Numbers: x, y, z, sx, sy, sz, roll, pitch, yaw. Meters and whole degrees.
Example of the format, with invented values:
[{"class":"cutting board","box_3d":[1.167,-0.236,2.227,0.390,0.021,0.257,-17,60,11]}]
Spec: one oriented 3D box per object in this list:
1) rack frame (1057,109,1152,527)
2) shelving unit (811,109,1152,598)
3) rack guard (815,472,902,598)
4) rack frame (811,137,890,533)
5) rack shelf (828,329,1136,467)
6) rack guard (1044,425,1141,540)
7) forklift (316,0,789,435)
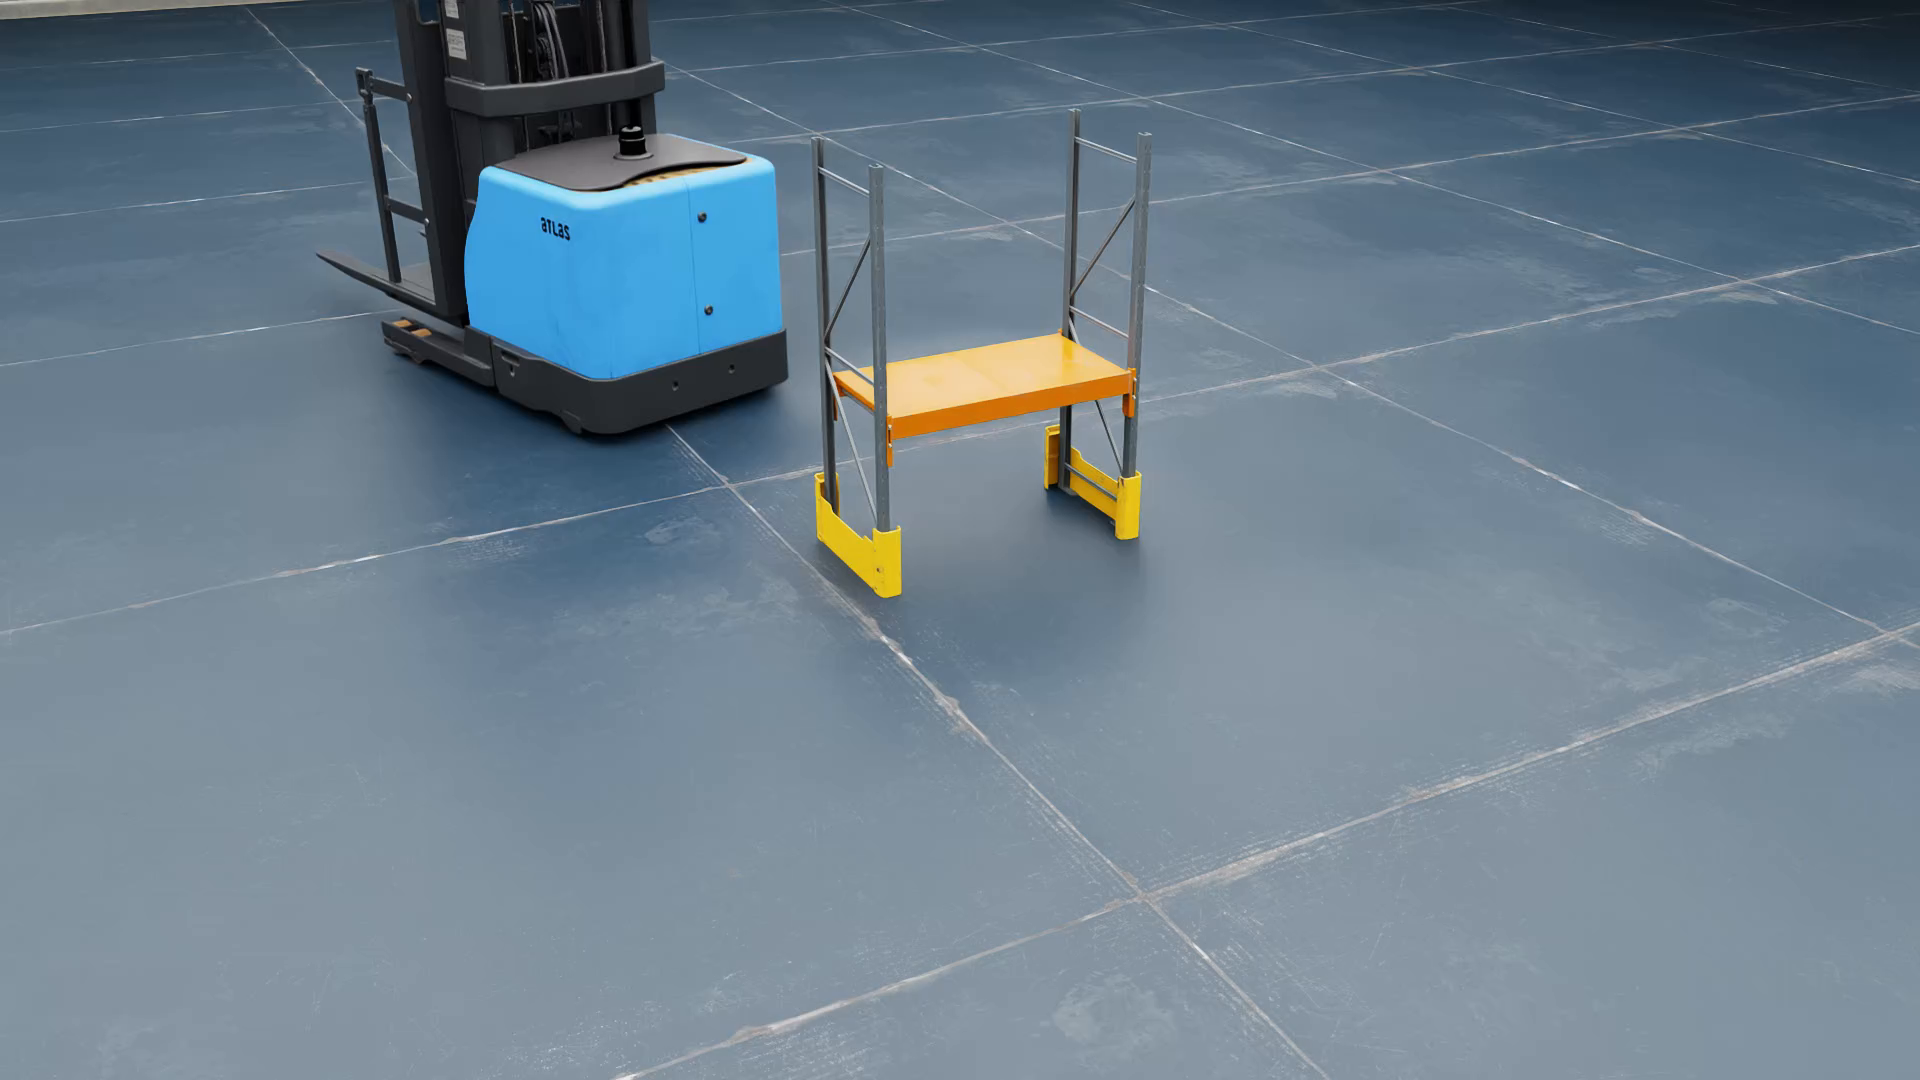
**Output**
[{"class":"rack frame","box_3d":[0.524,-0.797,6.177,0.032,1.500,0.500,-13,29,-25]},{"class":"shelving unit","box_3d":[0.067,-0.692,5.958,1.083,1.500,0.587,-13,29,-25]},{"class":"rack guard","box_3d":[-0.372,-0.027,6.017,0.087,0.250,0.587,-13,29,-25]},{"class":"rack frame","box_3d":[-0.373,-0.590,5.746,0.032,1.500,0.500,-13,29,-25]},{"class":"rack shelf","box_3d":[0.075,-0.531,6.039,1.000,0.185,0.538,-13,29,-25]},{"class":"rack guard","box_3d":[0.507,-0.230,6.439,0.087,0.250,0.587,-13,29,-25]},{"class":"forklift","box_3d":[-2.179,-2.309,7.673,1.130,2.935,3.031,-23,34,-39]}]
